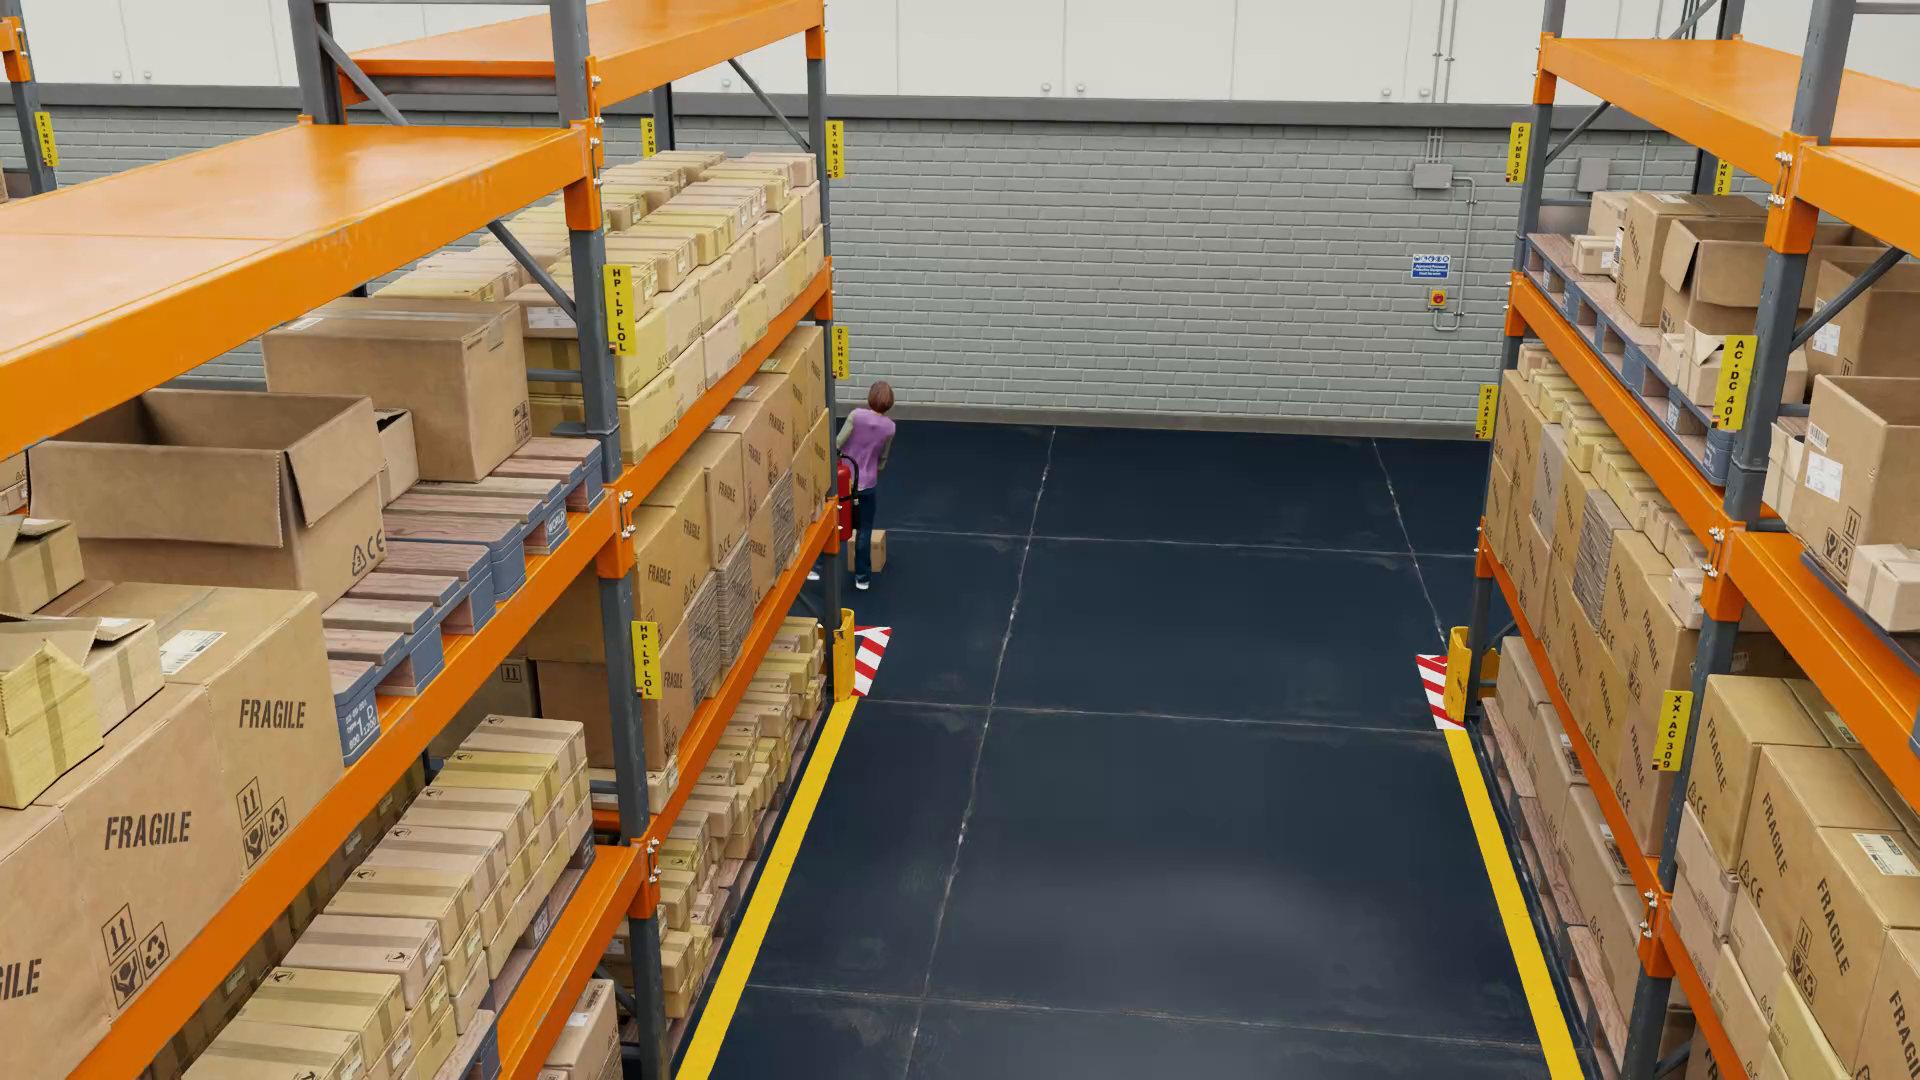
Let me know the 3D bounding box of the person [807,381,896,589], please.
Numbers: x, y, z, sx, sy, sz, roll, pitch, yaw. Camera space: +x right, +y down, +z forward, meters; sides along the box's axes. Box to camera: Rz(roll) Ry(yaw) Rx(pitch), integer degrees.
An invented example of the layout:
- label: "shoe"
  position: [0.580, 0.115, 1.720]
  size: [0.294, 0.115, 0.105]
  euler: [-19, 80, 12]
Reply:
- label: "person"
  position: [-0.819, -0.403, 12.082]
  size: [0.723, 1.580, 0.422]
  euler: [0, 21, 1]
